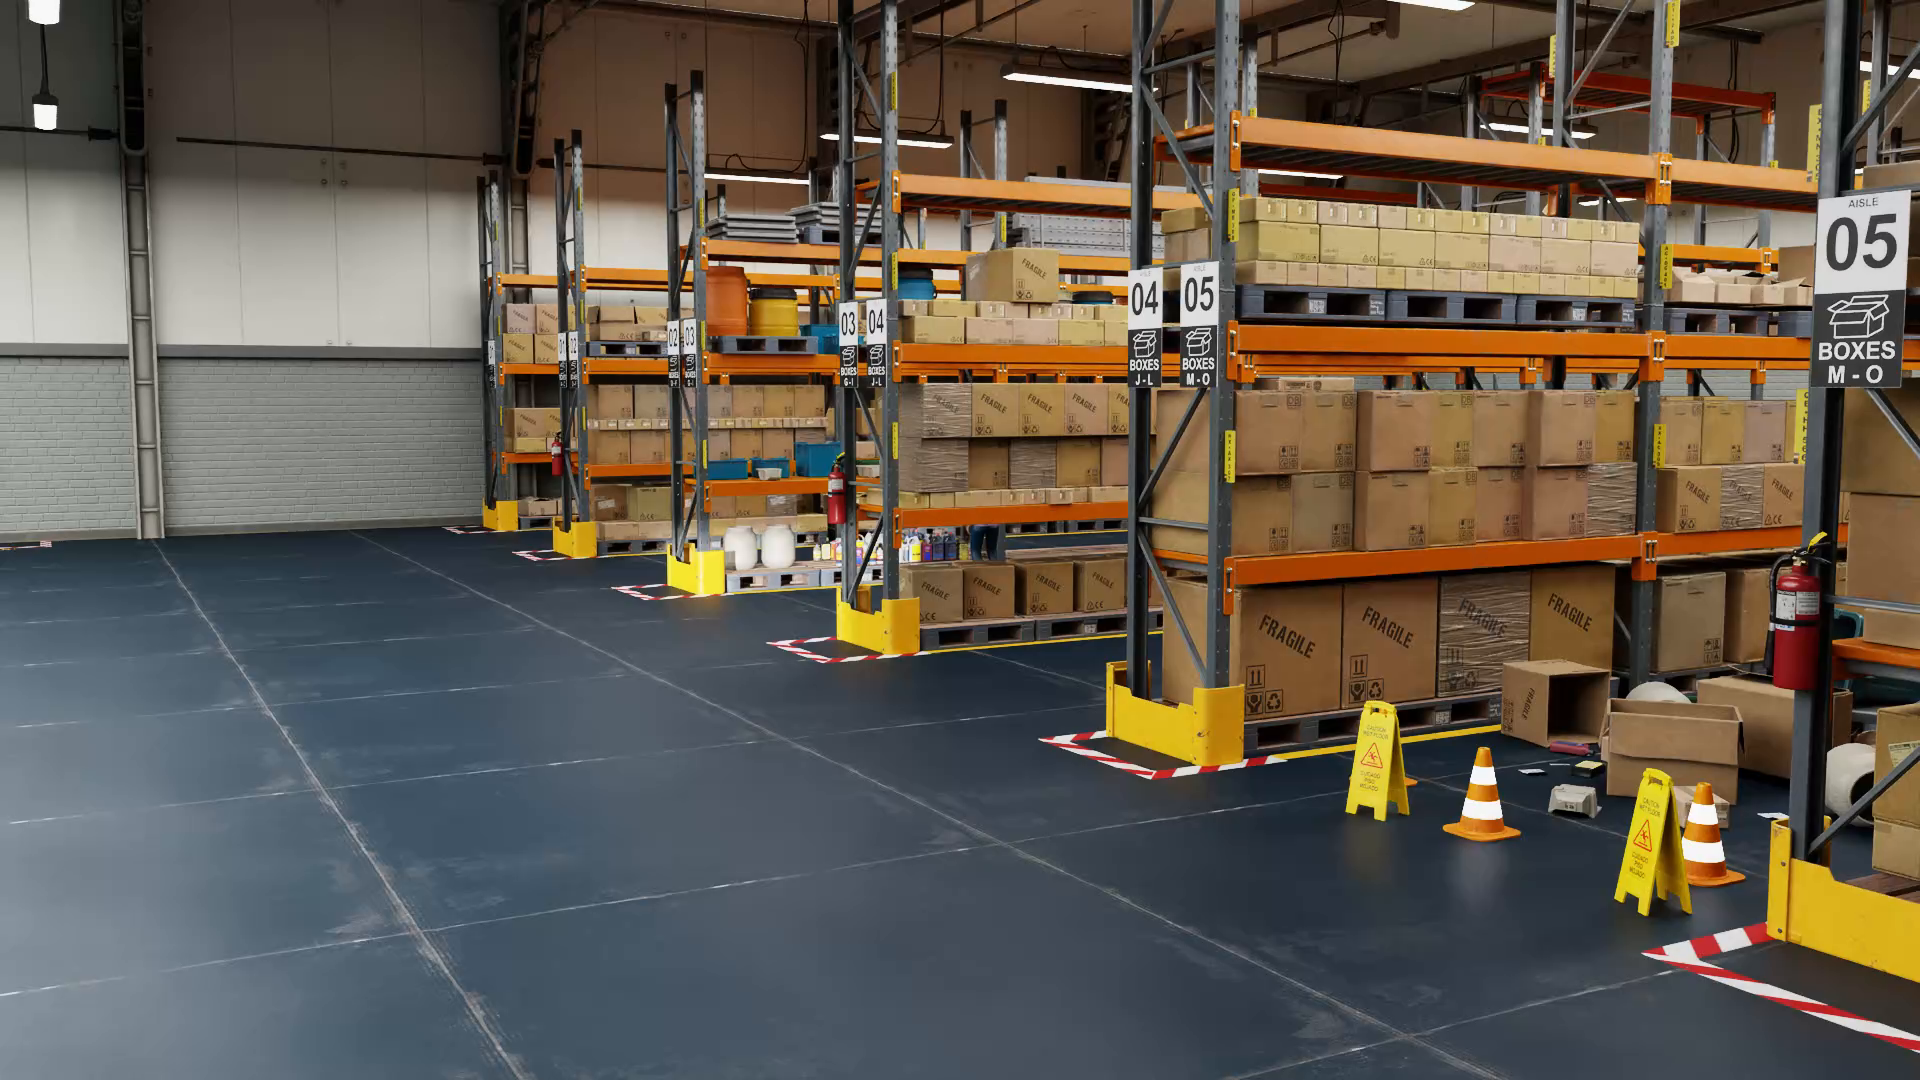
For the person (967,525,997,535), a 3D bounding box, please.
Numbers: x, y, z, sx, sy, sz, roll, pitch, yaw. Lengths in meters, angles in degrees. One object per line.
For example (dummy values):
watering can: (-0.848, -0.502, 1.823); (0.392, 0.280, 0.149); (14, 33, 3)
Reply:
person: (0.279, -0.180, 19.621); (0.474, 1.590, 0.329); (-3, 6, -32)
